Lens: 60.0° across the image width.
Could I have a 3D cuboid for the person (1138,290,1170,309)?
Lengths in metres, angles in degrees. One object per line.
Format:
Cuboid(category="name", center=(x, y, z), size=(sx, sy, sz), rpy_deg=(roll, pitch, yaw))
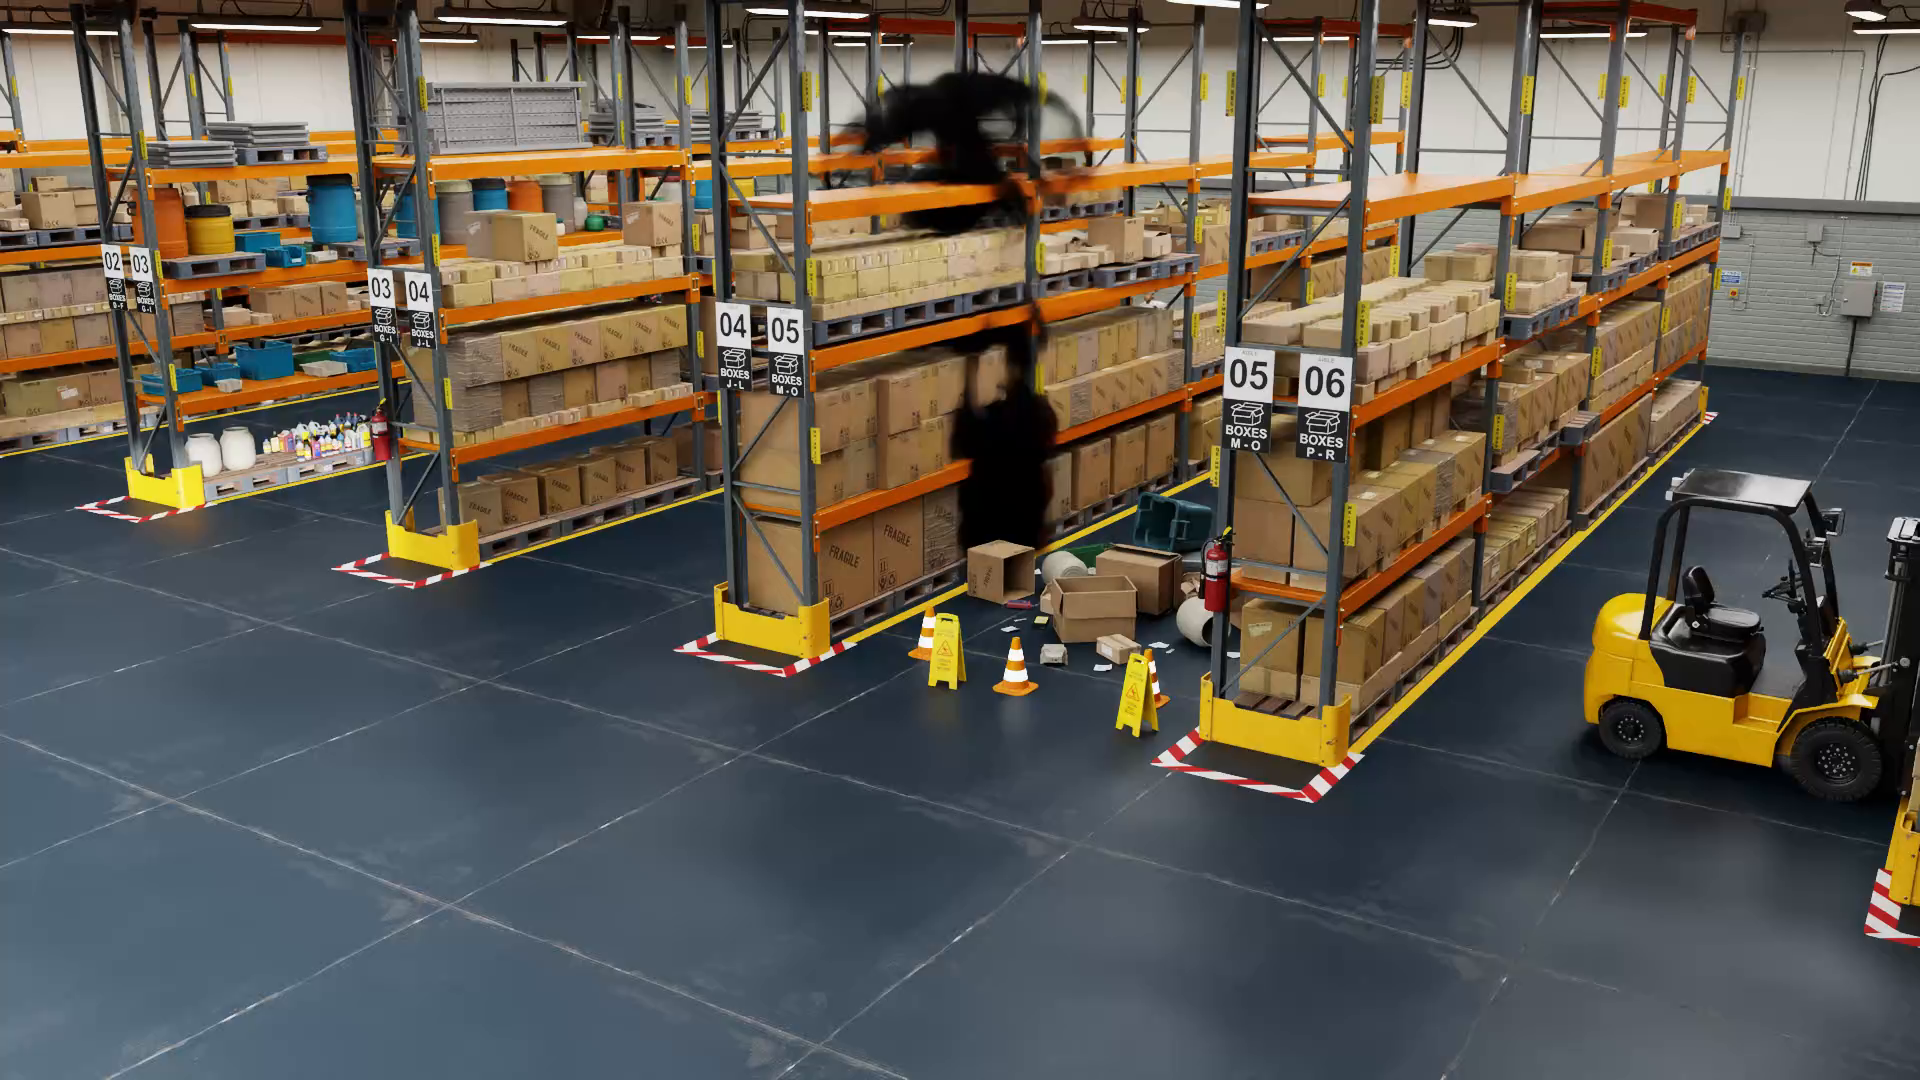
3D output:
Cuboid(category="person", center=(3.381, -3.573, 28.988), size=(0.638, 1.739, 0.713), rpy_deg=(10, 19, 33))
